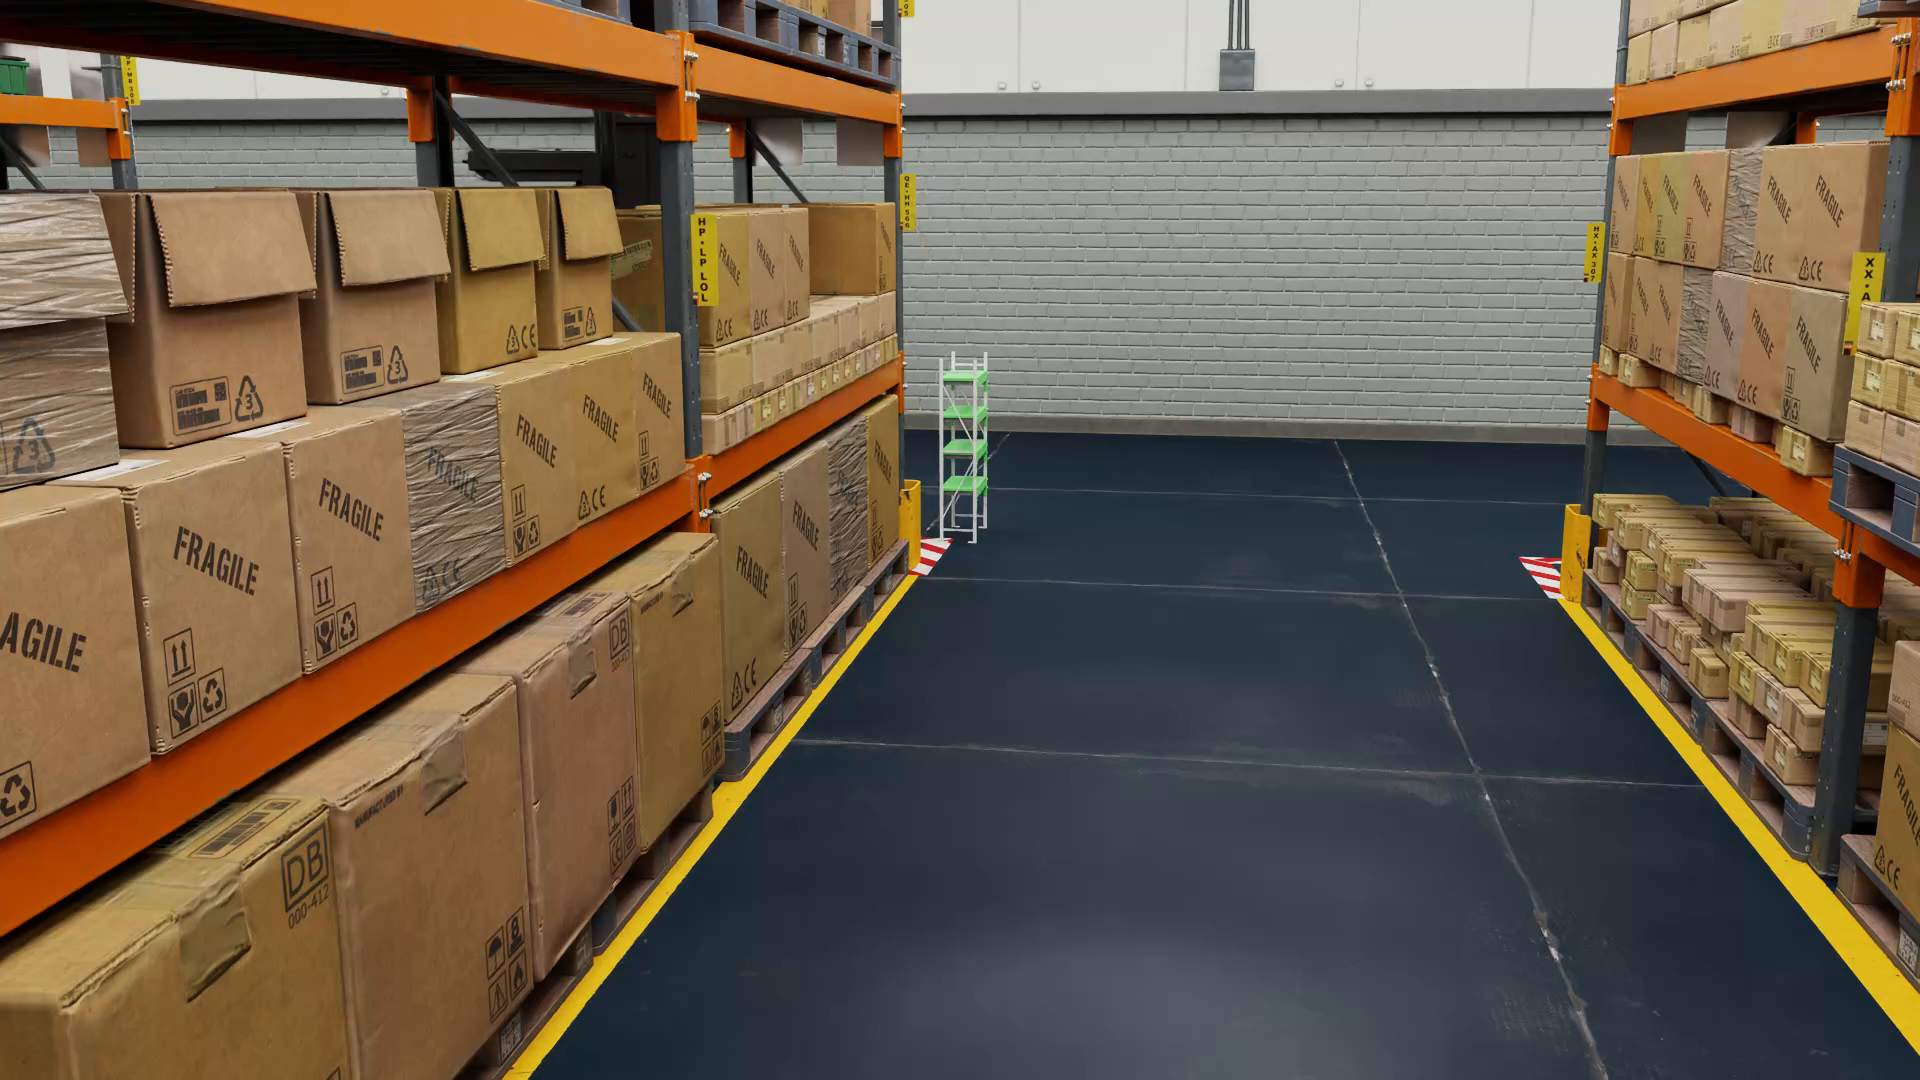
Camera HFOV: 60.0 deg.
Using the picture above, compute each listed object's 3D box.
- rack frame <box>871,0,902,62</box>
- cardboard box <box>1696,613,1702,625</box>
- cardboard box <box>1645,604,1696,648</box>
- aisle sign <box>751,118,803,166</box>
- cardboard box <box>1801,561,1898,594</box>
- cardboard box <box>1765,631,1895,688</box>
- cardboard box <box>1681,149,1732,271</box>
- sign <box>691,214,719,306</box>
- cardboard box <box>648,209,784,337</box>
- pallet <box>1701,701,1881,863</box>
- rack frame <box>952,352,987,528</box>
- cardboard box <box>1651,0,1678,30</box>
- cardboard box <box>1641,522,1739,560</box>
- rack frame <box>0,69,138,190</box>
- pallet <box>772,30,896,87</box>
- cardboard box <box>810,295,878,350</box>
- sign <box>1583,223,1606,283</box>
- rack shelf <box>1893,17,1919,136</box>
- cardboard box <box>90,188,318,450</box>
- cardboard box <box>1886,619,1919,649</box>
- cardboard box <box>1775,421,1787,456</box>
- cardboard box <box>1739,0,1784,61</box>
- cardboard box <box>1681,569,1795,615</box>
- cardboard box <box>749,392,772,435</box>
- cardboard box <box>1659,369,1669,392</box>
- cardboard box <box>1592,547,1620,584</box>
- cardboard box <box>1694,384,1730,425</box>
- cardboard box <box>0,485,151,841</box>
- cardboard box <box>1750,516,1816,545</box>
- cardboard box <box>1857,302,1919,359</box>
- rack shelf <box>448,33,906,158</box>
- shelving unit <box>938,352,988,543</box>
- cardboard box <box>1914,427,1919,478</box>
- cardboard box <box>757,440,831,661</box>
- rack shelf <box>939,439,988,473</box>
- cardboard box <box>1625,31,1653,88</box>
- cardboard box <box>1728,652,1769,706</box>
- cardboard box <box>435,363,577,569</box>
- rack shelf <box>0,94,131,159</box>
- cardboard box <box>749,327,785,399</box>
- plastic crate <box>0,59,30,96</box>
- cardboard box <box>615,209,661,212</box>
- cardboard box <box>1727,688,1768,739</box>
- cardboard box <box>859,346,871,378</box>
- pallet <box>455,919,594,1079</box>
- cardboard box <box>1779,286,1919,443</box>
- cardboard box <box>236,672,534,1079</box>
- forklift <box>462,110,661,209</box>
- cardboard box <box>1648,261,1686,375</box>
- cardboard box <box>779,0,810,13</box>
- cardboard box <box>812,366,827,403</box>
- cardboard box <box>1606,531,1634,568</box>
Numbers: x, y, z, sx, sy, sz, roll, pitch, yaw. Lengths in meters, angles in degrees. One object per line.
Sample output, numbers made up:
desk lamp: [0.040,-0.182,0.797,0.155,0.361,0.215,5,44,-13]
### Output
rack frame: [-0.844,-4.260,9.399,1.000,3.000,0.127,2,12,9]
cardboard box: [3.513,0.329,7.410,0.380,0.149,0.250,2,12,11]
cardboard box: [3.437,0.406,7.761,0.380,0.149,0.250,1,12,6]
aisle sign: [-1.130,-2.623,9.872,0.394,0.787,0.004,2,12,9]
cardboard box: [3.949,0.195,7.325,0.380,0.149,0.250,2,12,9]
cardboard box: [3.224,0.448,6.153,0.380,0.149,0.250,2,12,9]
cardboard box: [3.462,-1.425,7.167,0.500,0.500,0.500,1,12,7]
sign: [-0.922,-1.006,5.982,0.100,0.325,0.005,2,12,9]
cardboard box: [-1.050,-1.127,6.972,0.500,0.500,0.500,2,12,9]
pallet: [3.494,0.909,6.272,1.003,0.211,1.213,2,12,9]
rack frame: [0.063,-0.672,11.263,0.240,1.200,0.015,2,12,9]
cardboard box: [3.638,-2.591,7.946,0.500,0.250,0.500,2,12,8]
cardboard box: [3.580,0.014,8.166,0.380,0.149,0.250,1,12,6]
rack frame: [-5.738,-1.488,10.776,1.000,3.000,0.127,2,12,9]
pallet: [-0.948,-2.595,9.007,1.003,0.211,1.213,2,12,9]
cardboard box: [-0.735,-1.184,9.018,0.500,0.250,0.500,2,12,8]
sign: [3.505,-1.586,9.178,0.100,0.325,0.005,2,12,9]
rack shelf: [3.118,-1.011,3.152,1.077,0.370,4.000,2,12,9]
cardboard box: [-1.843,-0.488,3.521,0.797,0.503,0.637,2,12,10]
cardboard box: [3.775,0.410,6.328,0.380,0.149,0.250,2,12,8]
cardboard box: [3.271,-0.368,6.176,0.380,0.149,0.250,2,12,11]
cardboard box: [3.401,-2.026,6.510,0.500,0.250,0.500,2,12,8]
cardboard box: [3.352,0.228,7.171,0.380,0.149,0.250,1,12,7]
cardboard box: [-1.005,-0.532,6.938,0.380,0.149,0.250,2,12,11]
cardboard box: [3.671,-0.799,8.176,0.380,0.149,0.250,2,12,11]
cardboard box: [3.644,0.142,8.986,0.380,0.149,0.250,2,12,10]
cardboard box: [3.408,-0.585,7.183,0.380,0.149,0.250,2,12,10]
cardboard box: [-1.731,0.197,2.722,0.500,0.500,0.500,2,12,10]
cardboard box: [4.201,-0.021,8.329,0.380,0.149,0.250,2,12,7]
cardboard box: [2.911,-0.619,4.933,0.380,0.149,0.250,3,12,12]
rack shelf: [-1.152,-2.025,7.859,1.077,0.370,4.000,2,12,9]
shelving unit: [0.025,-0.621,11.027,0.258,1.200,0.503,2,12,9]
cardboard box: [2.832,-0.218,4.486,0.380,0.149,0.250,2,12,9]
cardboard box: [-1.140,0.017,7.842,0.875,0.875,0.875,2,12,9]
rack shelf: [0.025,-0.559,11.040,0.258,0.148,0.480,2,12,9]
cardboard box: [3.720,-2.453,8.493,0.500,0.250,0.500,2,12,11]
cardboard box: [3.214,0.541,6.426,0.380,0.149,0.250,1,12,7]
cardboard box: [-1.418,-0.225,4.682,0.500,0.500,0.500,2,12,8]
rack shelf: [-6.046,-2.186,8.604,1.077,0.370,4.000,2,12,9]
cardboard box: [-1.047,-0.759,7.046,0.500,0.250,0.500,2,12,8]
plastic crate: [-5.608,-2.636,9.487,0.450,0.188,0.336,2,12,9]
cardboard box: [-1.572,-1.142,7.041,0.500,0.500,0.500,2,12,9]
cardboard box: [3.249,0.674,6.514,0.380,0.149,0.250,1,12,7]
cardboard box: [-0.691,-0.961,8.929,0.380,0.149,0.250,2,12,10]
pallet: [-1.689,1.286,4.523,1.003,0.211,1.213,2,12,9]
cardboard box: [3.221,-0.617,5.792,0.500,0.500,0.500,2,12,9]
cardboard box: [-1.803,0.843,4.007,1.225,0.875,0.875,2,12,9]
forklift: [-2.618,-1.437,10.705,3.031,2.935,1.130,-3,13,-15]
cardboard box: [3.554,-1.041,7.762,0.500,0.500,0.500,2,12,9]
cardboard box: [-1.091,-2.645,7.554,0.700,0.500,0.500,2,12,11]
cardboard box: [-0.847,-0.747,7.936,0.380,0.149,0.250,2,12,7]
cardboard box: [3.609,0.053,8.689,0.380,0.149,0.250,2,12,8]
